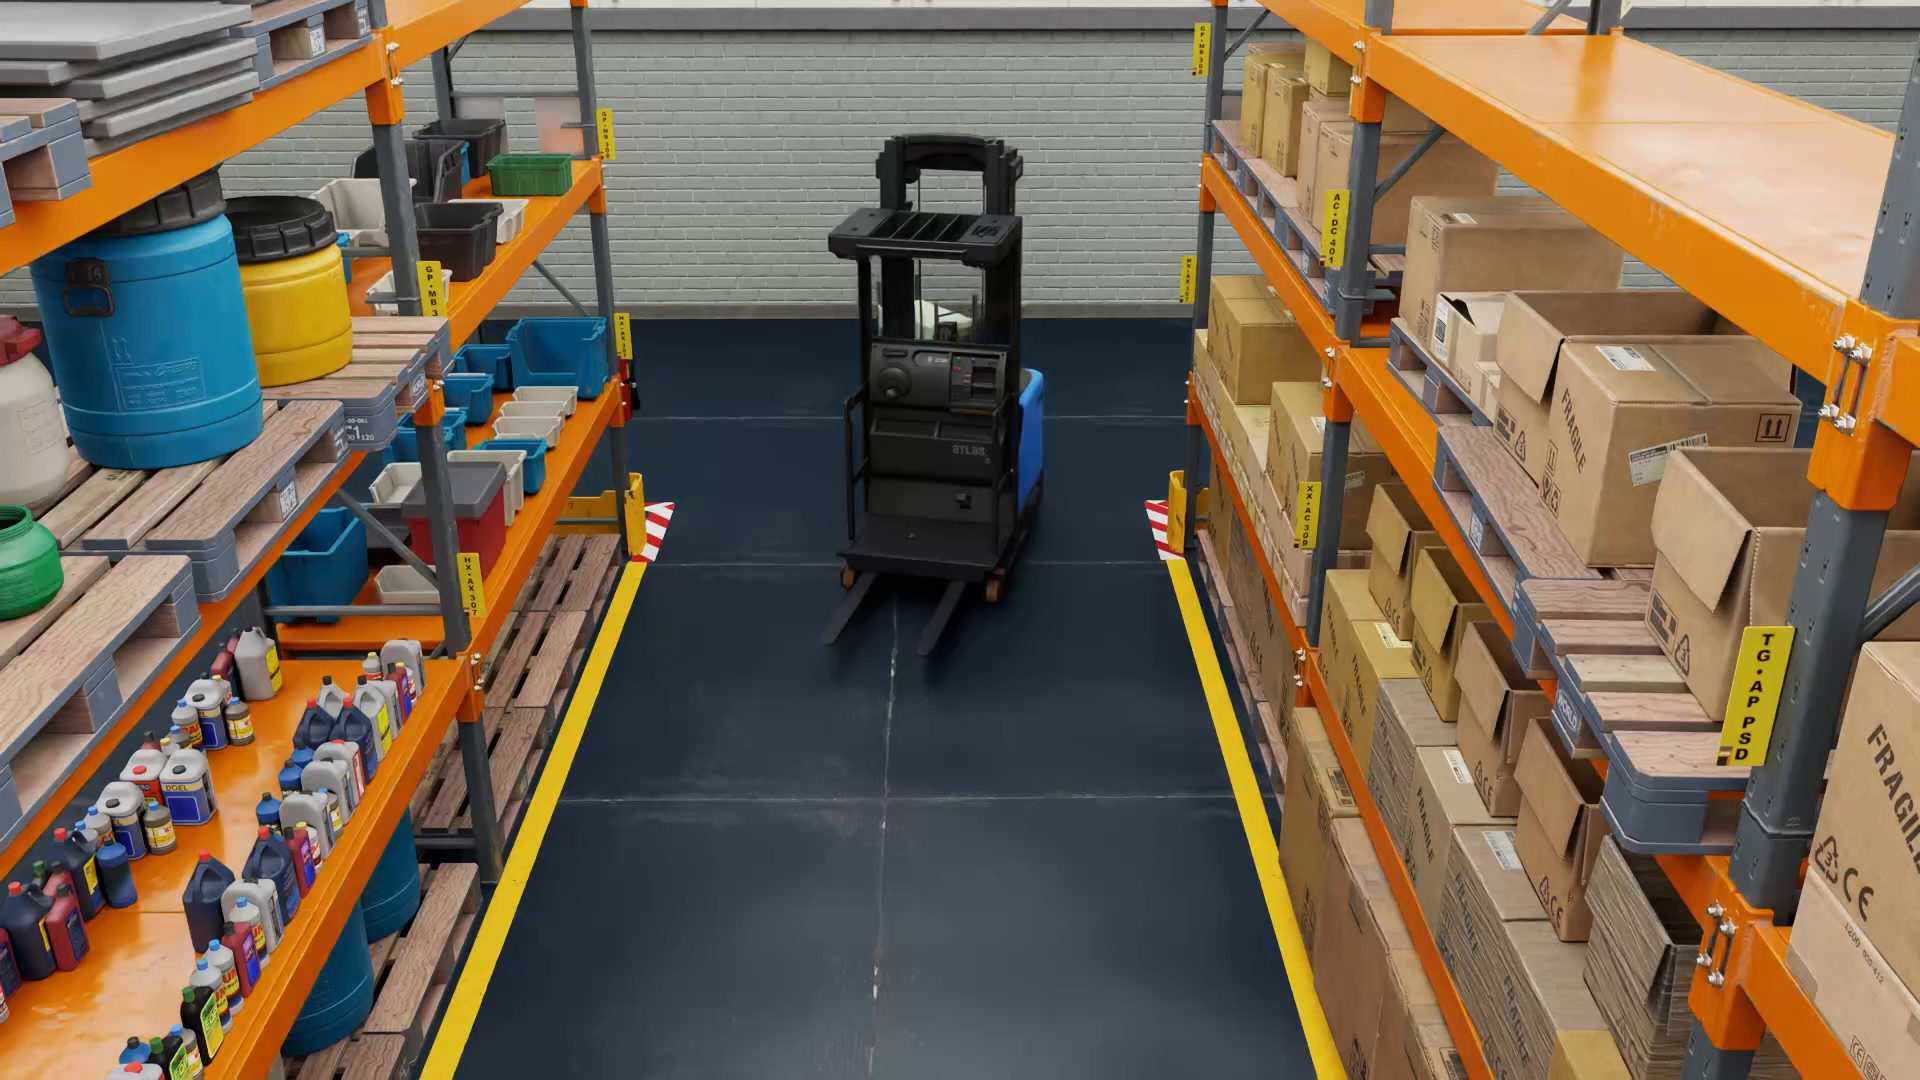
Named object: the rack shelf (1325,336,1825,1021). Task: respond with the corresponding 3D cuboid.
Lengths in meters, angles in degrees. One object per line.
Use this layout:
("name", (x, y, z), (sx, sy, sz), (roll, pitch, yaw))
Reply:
("rack shelf", (2.164, 0.100, 5.506), (1.077, 0.370, 4.000), (0, 24, -1))

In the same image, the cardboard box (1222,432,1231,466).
("cardboard box", (1.789, -0.542, 9.996), (0.380, 0.149, 0.250), (-1, 24, -1))

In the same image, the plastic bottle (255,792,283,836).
("plastic bottle", (-2.594, 1.074, 6.275), (0.097, 0.271, 0.097), (0, 24, 0))

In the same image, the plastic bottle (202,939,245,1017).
("plastic bottle", (-2.432, 1.435, 5.476), (0.097, 0.271, 0.097), (0, 24, 0))

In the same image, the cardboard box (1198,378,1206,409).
("cardboard box", (1.777, -0.966, 10.933), (0.380, 0.149, 0.250), (-1, 24, -1))

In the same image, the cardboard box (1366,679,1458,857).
("cardboard box", (1.908, 0.873, 6.442), (0.500, 0.500, 0.500), (-1, 24, -2))

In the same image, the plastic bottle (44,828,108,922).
("plastic bottle", (-3.174, 1.175, 5.955), (0.144, 0.351, 0.185), (0, 24, -1))

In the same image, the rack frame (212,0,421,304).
("rack frame", (-2.811, -2.397, 6.512), (1.000, 3.000, 0.127), (0, 24, -1))

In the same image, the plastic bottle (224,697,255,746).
("plastic bottle", (-3.058, 0.762, 7.049), (0.097, 0.201, 0.097), (0, 24, 0))

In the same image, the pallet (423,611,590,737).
("pallet", (-2.874, 0.801, 10.107), (1.003, 0.211, 1.213), (0, 24, -1))

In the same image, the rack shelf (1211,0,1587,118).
("rack shelf", (2.120, -2.733, 8.614), (1.077, 0.370, 4.000), (0, 24, -1))

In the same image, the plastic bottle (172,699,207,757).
("plastic bottle", (-3.209, 0.787, 6.910), (0.097, 0.271, 0.097), (0, 24, 0))

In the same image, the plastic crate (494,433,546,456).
("plastic crate", (-2.626, -0.527, 9.906), (0.298, 0.136, 0.250), (0, 24, -1))

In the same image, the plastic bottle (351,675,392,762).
("plastic bottle", (-2.473, 0.737, 6.924), (0.144, 0.351, 0.185), (0, 24, -1))

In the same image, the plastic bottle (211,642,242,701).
("plastic bottle", (-3.232, 0.598, 7.313), (0.061, 0.283, 0.133), (0, 24, -1))

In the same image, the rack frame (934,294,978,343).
("rack frame", (-0.029, -1.130, 12.813), (0.400, 1.500, 0.023), (-18, 30, -34))

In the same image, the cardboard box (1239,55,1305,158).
("cardboard box", (2.043, -2.536, 9.709), (0.700, 0.500, 0.500), (-1, 24, -2))

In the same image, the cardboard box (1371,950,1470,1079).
("cardboard box", (2.197, 2.088, 5.946), (1.225, 0.875, 0.875), (0, 24, 0))

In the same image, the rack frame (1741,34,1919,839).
("rack frame", (2.186, -0.771, 2.917), (1.000, 3.000, 0.127), (0, 24, -1))

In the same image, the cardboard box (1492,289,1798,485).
("cardboard box", (2.142, -0.484, 5.288), (0.797, 0.503, 0.637), (-1, 24, -1))

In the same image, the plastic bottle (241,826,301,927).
("plastic bottle", (-2.461, 1.191, 5.921), (0.144, 0.351, 0.185), (0, 24, -1))

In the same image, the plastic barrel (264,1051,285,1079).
("plastic barrel", (-2.897, 2.028, 6.518), (0.421, 0.512, 0.421), (0, 24, 0))

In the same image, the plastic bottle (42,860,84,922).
("plastic bottle", (-3.153, 1.271, 5.824), (0.061, 0.283, 0.133), (0, 24, -1))

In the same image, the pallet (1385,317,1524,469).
("pallet", (2.201, -0.587, 6.384), (0.805, 0.209, 1.217), (-1, 24, -3))

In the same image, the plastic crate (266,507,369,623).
("plastic crate", (-3.157, 0.126, 8.161), (0.392, 0.384, 0.575), (0, 24, -1))

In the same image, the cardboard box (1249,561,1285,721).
("cardboard box", (2.205, 0.448, 9.571), (0.875, 0.875, 0.875), (0, 24, -1))

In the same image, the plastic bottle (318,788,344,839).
("plastic bottle", (-2.443, 1.050, 6.413), (0.097, 0.201, 0.097), (0, 24, 0))

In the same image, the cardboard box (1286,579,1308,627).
("cardboard box", (1.811, 0.305, 8.124), (0.380, 0.149, 0.250), (0, 24, 0))

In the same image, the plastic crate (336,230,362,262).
("plastic crate", (-3.205, -1.432, 8.340), (0.293, 0.136, 0.466), (0, 24, -1))

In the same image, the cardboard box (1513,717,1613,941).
("cardboard box", (2.190, 0.890, 5.186), (0.797, 0.503, 0.637), (0, 24, 1))

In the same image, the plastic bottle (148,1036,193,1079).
("plastic bottle", (-2.409, 1.612, 5.070), (0.061, 0.283, 0.133), (0, 24, -1))

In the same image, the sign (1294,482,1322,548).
("sign", (1.587, -0.113, 7.596), (0.100, 0.325, 0.005), (0, 24, -1))

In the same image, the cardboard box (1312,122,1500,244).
("cardboard box", (2.073, -1.657, 7.764), (0.700, 0.500, 0.500), (-2, 24, -4))

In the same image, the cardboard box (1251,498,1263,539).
("cardboard box", (1.800, -0.119, 9.062), (0.380, 0.149, 0.250), (0, 24, 0))

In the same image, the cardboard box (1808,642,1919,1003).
("cardboard box", (1.934, 0.518, 2.981), (0.500, 0.500, 0.500), (0, 24, 0))

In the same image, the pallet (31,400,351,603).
("pallet", (-2.689, -0.154, 5.423), (1.003, 0.211, 1.213), (0, 24, -1))

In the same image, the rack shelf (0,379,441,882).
("rack shelf", (-2.789, 0.122, 5.456), (1.077, 0.370, 4.000), (0, 24, -1))

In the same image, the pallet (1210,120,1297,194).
("pallet", (2.117, -2.354, 10.166), (1.003, 0.211, 1.213), (0, 24, -1))

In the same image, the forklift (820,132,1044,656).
("forklift", (-0.194, -1.075, 10.954), (1.130, 2.935, 3.031), (5, 25, 12))

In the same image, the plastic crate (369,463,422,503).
("plastic crate", (-3.130, -0.286, 9.374), (0.293, 0.136, 0.466), (0, 24, -1))

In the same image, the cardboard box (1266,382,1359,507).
("cardboard box", (1.868, -0.489, 8.485), (0.500, 0.500, 0.500), (0, 24, 0))

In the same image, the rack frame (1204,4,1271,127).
("rack frame", (2.098, -4.067, 10.206), (1.000, 3.000, 0.127), (0, 24, -1))

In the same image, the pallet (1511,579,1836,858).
("pallet", (2.126, 0.417, 4.160), (1.213, 0.211, 1.003), (1, 24, 2))

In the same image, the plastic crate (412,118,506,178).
("plastic crate", (-3.129, -2.459, 10.448), (0.497, 0.269, 0.590), (0, 24, -1))

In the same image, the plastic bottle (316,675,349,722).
("plastic bottle", (-2.618, 0.737, 6.923), (0.144, 0.351, 0.185), (0, 24, -1))

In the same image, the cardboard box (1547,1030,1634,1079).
("cardboard box", (1.933, 1.715, 4.580), (0.500, 0.500, 0.500), (0, 24, 1))

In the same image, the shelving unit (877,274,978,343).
("shelving unit", (-0.254, -1.249, 13.076), (0.431, 1.500, 0.755), (-18, 30, -34))

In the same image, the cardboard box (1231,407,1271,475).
("cardboard box", (1.859, -0.566, 9.565), (0.500, 0.250, 0.500), (-1, 24, -2))

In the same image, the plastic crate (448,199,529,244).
("plastic crate", (-2.584, -1.708, 8.949), (0.437, 0.136, 0.530), (0, 24, -1))

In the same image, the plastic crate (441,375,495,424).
("plastic crate", (-3.174, -0.888, 10.587), (0.416, 0.233, 0.300), (0, 24, -1))

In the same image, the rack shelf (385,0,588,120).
("rack shelf", (-2.832, -2.711, 8.565), (1.077, 0.370, 4.000), (0, 24, -1))

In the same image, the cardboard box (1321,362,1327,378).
("cardboard box", (2.374, -0.993, 10.511), (0.500, 0.250, 0.500), (-1, 24, -1))

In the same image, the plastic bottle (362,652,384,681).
("plastic bottle", (-2.608, 0.597, 7.415), (0.097, 0.201, 0.097), (0, 24, 0))

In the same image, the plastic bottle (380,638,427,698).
("plastic bottle", (-2.483, 0.554, 7.418), (0.152, 0.276, 0.135), (0, 24, -1))

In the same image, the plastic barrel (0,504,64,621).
("plastic barrel", (-2.549, 0.060, 4.399), (0.294, 0.245, 0.294), (0, 24, 0))

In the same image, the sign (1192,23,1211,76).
("sign", (1.543, -3.135, 10.627), (0.100, 0.325, 0.005), (0, 24, -1))

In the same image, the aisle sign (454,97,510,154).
("aisle sign", (-3.152, -2.524, 10.920), (0.394, 0.787, 0.004), (0, 24, -1))
